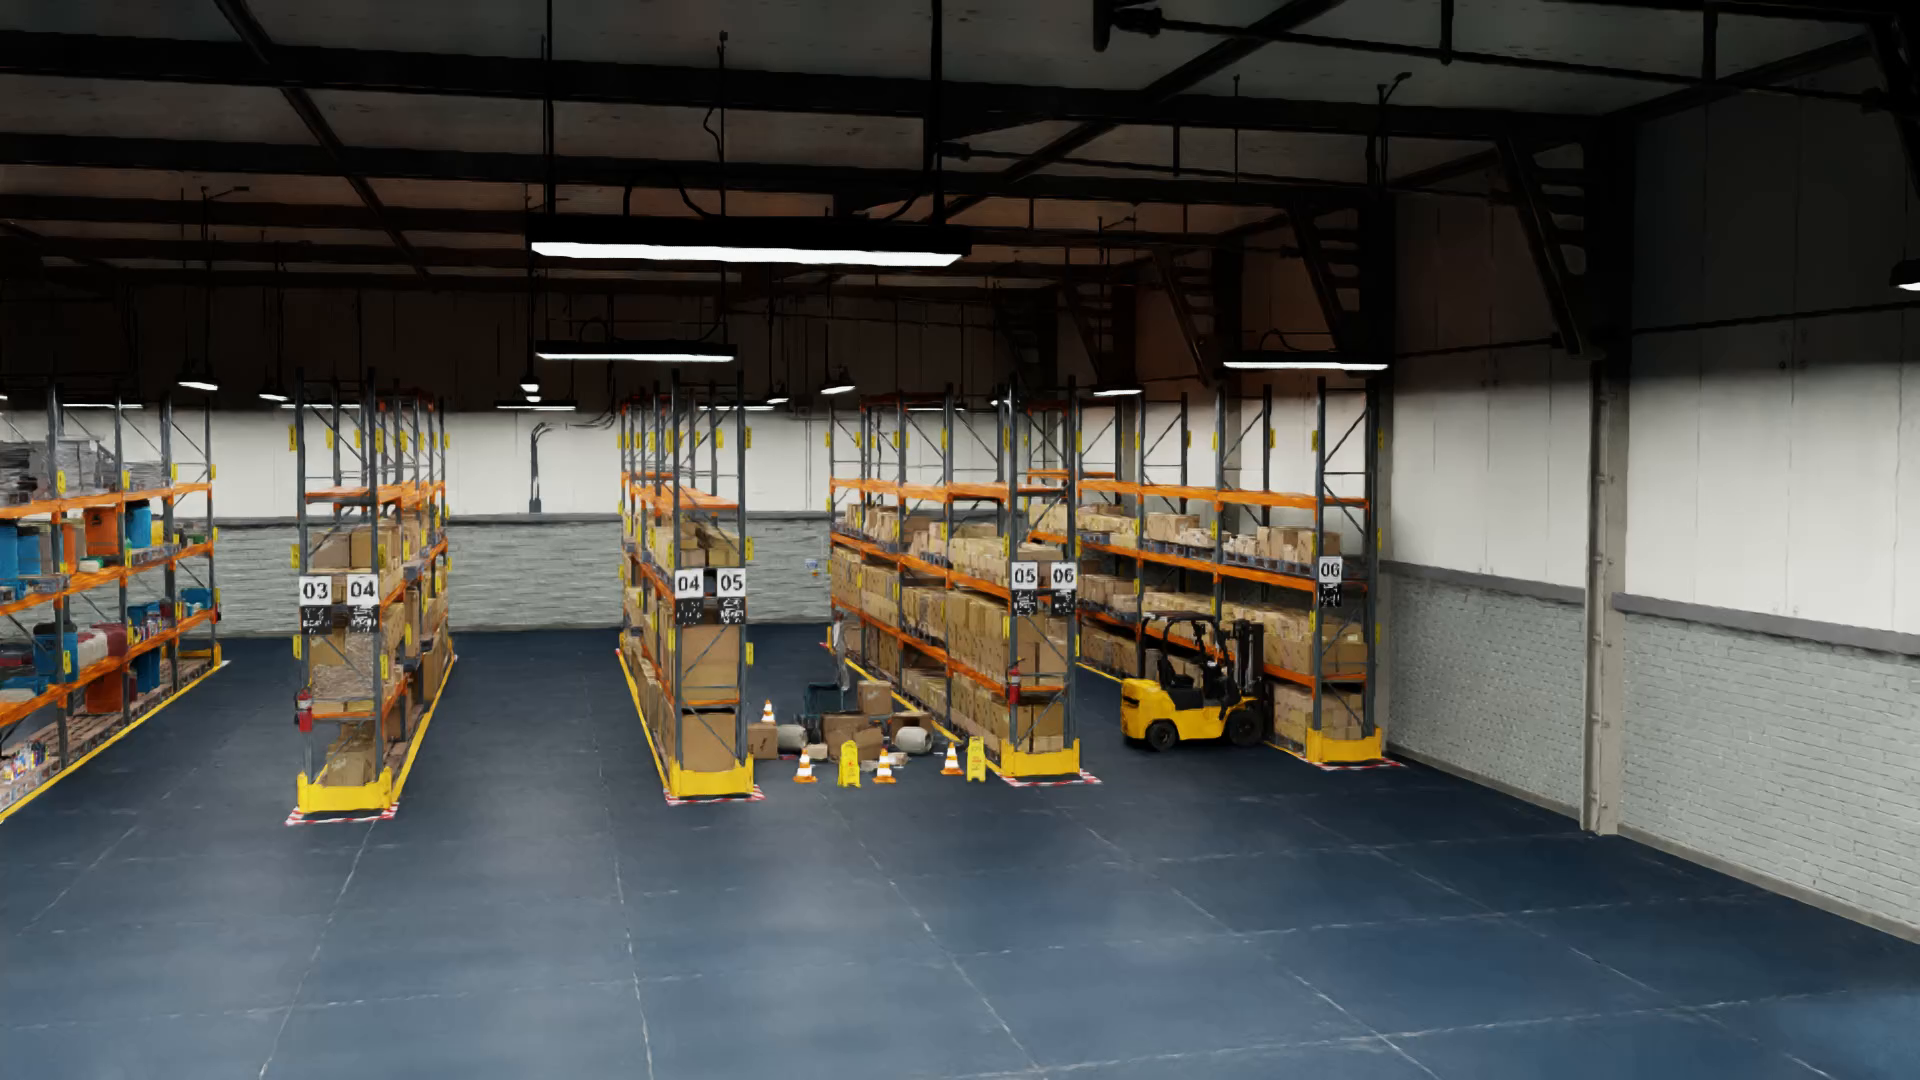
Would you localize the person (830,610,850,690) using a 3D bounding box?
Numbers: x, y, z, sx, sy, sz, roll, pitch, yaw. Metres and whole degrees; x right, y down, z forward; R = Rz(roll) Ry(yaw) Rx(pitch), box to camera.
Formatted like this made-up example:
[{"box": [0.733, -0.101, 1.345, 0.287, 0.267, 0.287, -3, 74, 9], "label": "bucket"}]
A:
[{"box": [-2.444, 2.203, 33.338, 0.534, 1.589, 0.521, 1, 3, 9], "label": "person"}]

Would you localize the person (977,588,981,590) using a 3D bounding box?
[{"box": [0.506, 1.701, 41.343, 0.619, 1.667, 0.577, -2, 4, -32], "label": "person"}]
